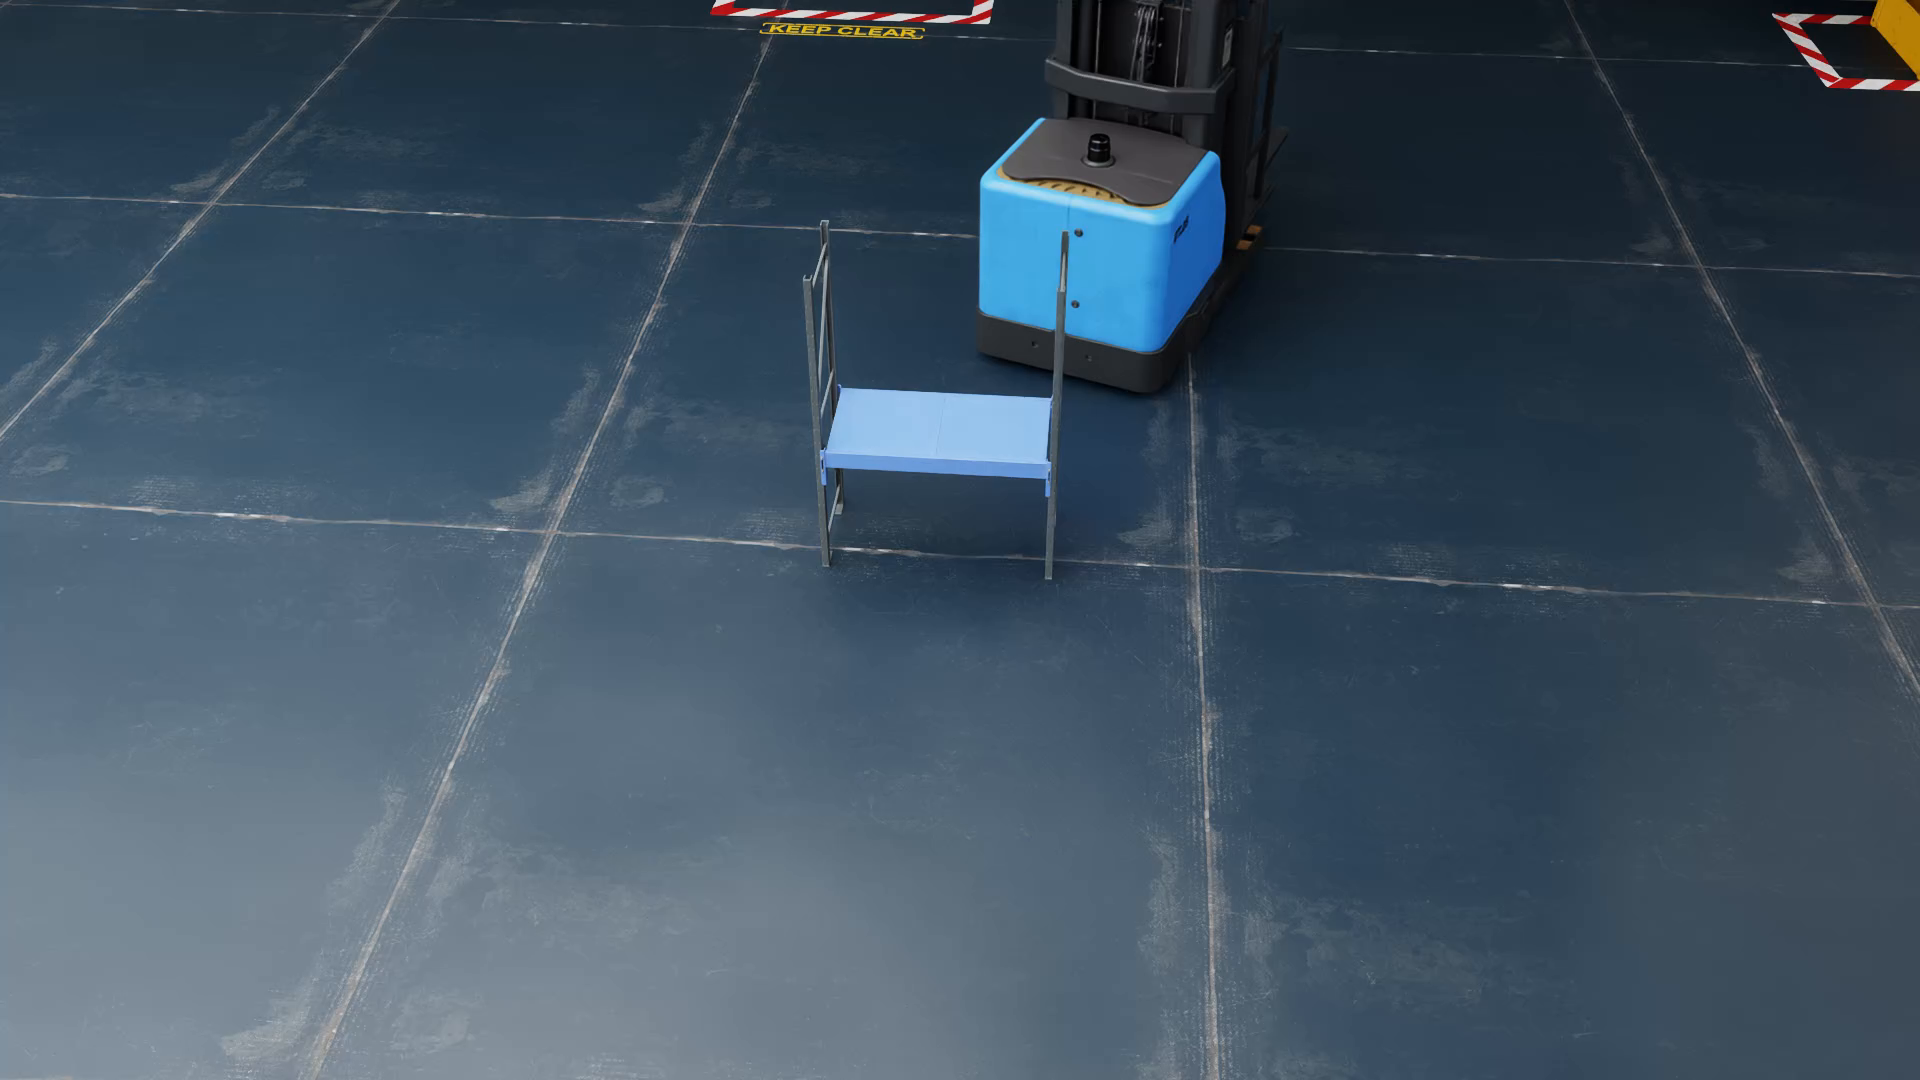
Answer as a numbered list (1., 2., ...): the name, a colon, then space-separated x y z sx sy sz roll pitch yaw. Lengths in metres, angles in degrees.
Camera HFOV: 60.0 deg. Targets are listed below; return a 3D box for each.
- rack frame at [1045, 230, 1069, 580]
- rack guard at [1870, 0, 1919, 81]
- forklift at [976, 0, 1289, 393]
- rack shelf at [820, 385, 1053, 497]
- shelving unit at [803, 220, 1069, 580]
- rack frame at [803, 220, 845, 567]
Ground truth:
1. rack frame: 0.421 -0.559 7.248 0.032 1.500 0.500 3 39 4
2. rack guard: 6.986 -3.748 11.959 0.348 0.500 1.175 3 39 4
3. forklift: 1.163 -2.823 8.897 1.130 2.935 3.031 16 42 19
4. rack shelf: -0.085 -0.447 7.396 1.000 0.185 0.538 3 39 4
5. shelving unit: -0.085 -0.586 7.282 1.048 1.500 0.538 3 39 4
6. rack frame: -0.591 -0.614 7.316 0.032 1.500 0.500 3 39 4
